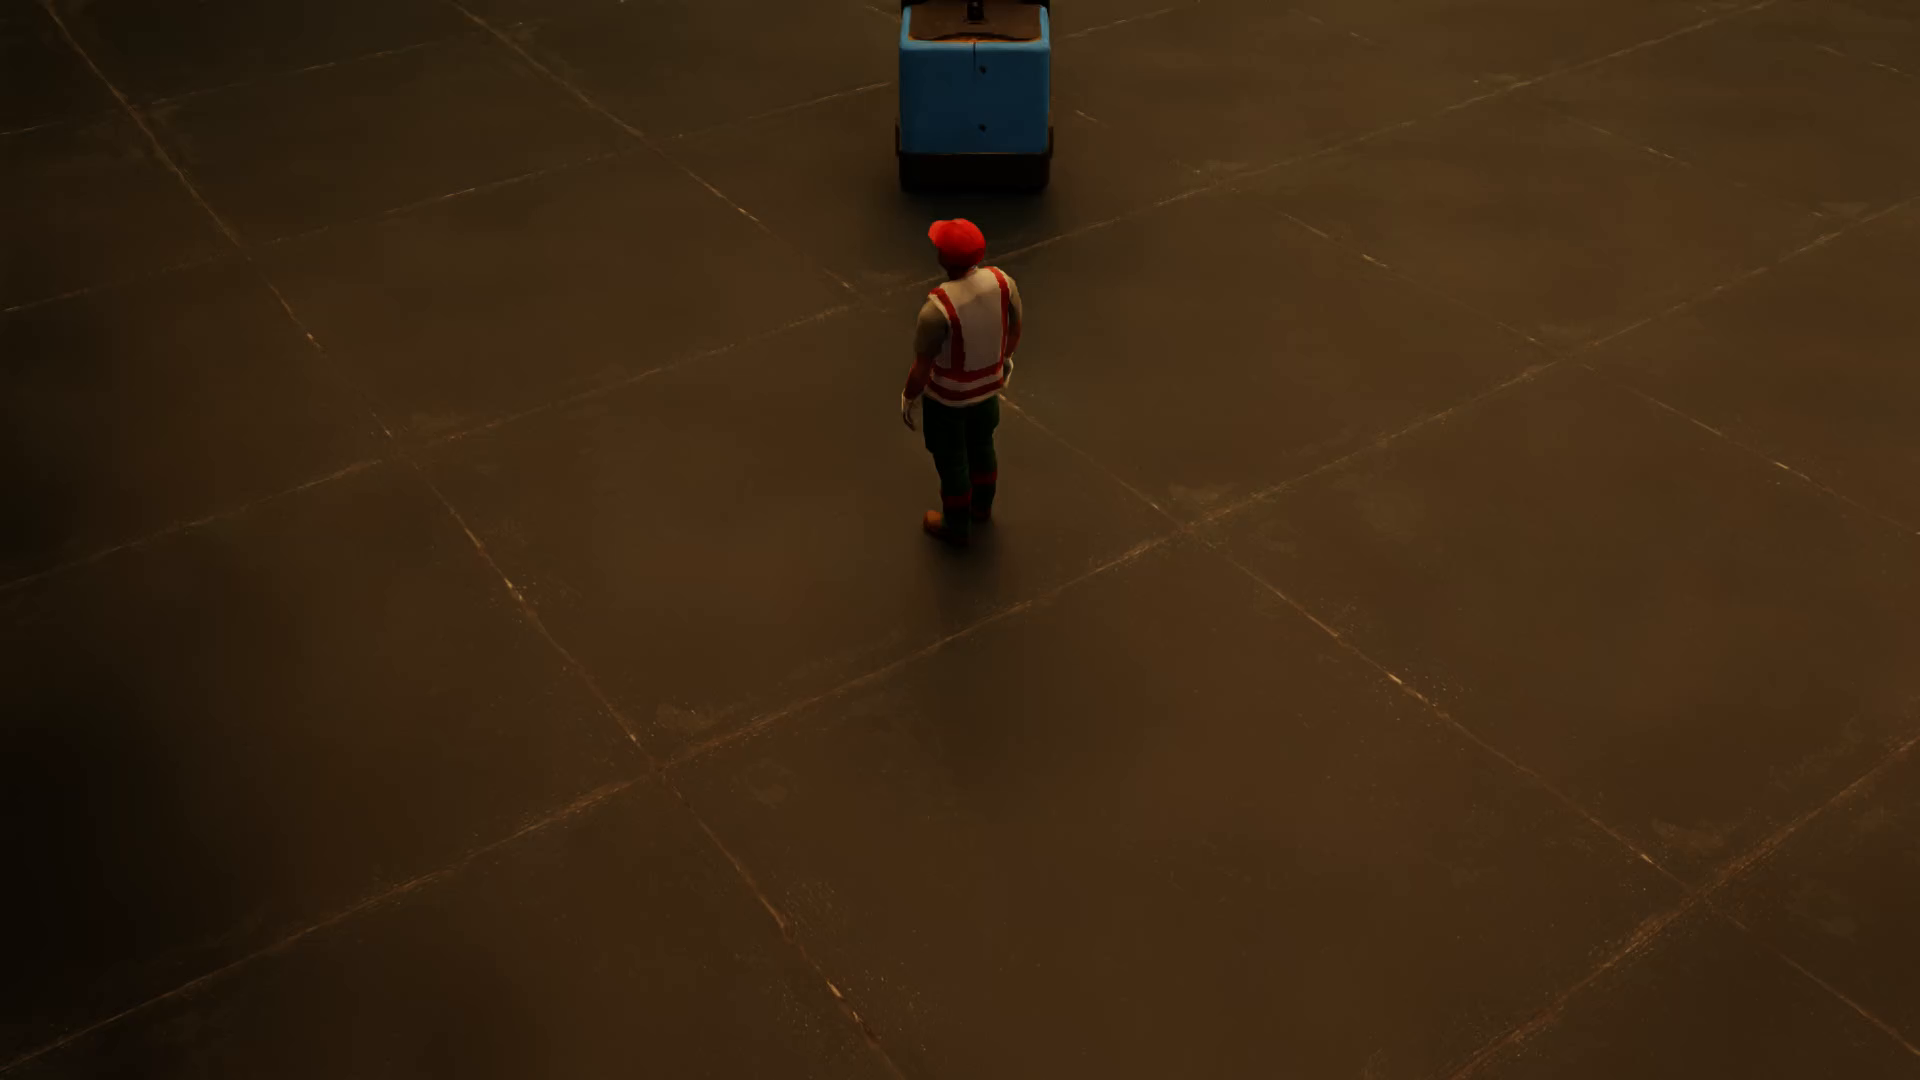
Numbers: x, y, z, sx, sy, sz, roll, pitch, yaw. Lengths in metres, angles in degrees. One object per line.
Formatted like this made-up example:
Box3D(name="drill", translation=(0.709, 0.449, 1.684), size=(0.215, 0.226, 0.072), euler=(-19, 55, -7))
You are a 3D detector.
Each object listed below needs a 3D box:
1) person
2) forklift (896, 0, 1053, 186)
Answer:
Box3D(name="person", translation=(-0.037, -0.768, 7.932), size=(0.637, 1.787, 0.563), euler=(-23, 42, -28))
Box3D(name="forklift", translation=(0.120, -4.504, 12.036), size=(1.130, 2.935, 3.031), euler=(1, 36, 1))
